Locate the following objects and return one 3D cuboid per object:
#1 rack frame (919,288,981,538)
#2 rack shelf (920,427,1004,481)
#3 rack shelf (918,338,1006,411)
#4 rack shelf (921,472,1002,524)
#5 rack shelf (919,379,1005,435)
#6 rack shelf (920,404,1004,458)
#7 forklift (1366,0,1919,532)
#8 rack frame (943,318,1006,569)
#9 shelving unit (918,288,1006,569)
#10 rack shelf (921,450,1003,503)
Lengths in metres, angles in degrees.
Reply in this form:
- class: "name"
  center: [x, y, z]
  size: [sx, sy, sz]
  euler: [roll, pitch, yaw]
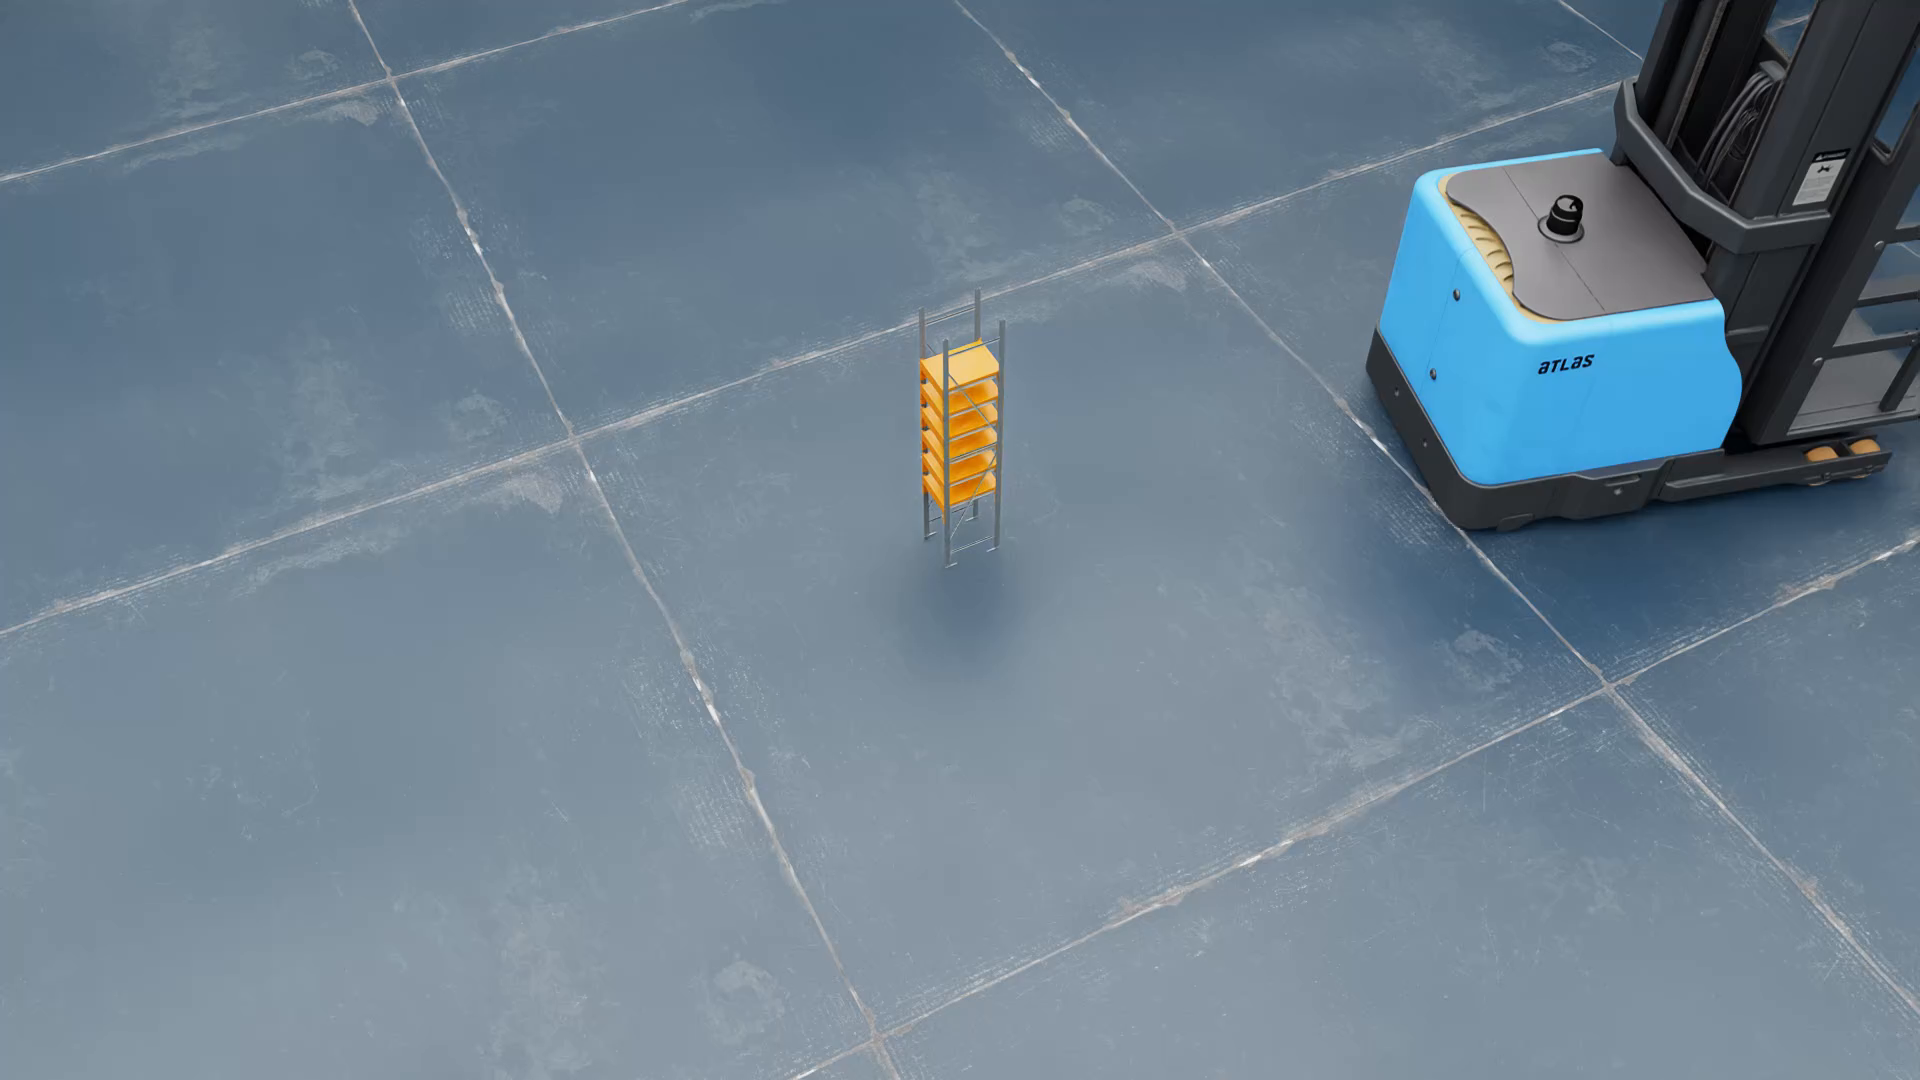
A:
- class: "rack frame"
  center: [-0.035, -0.447, 6.236]
  size: [0.240, 1.200, 0.006]
  euler: [-21, 52, -18]
- class: "rack shelf"
  center: [0.007, -0.356, 6.216]
  size: [0.258, 0.103, 0.180]
  euler: [-21, 52, -18]
- class: "rack shelf"
  center: [0.007, -0.593, 5.945]
  size: [0.258, 0.103, 0.180]
  euler: [-21, 52, -18]
- class: "rack shelf"
  center: [0.007, -0.198, 6.397]
  size: [0.258, 0.103, 0.180]
  euler: [-21, 52, -18]
- class: "rack shelf"
  center: [0.007, -0.514, 6.035]
  size: [0.258, 0.103, 0.180]
  euler: [-21, 52, -18]
- class: "rack shelf"
  center: [0.007, -0.435, 6.126]
  size: [0.258, 0.103, 0.180]
  euler: [-21, 52, -18]
- class: "forklift"
  center: [3.326, -1.570, 6.069]
  size: [3.031, 2.935, 1.130]
  euler: [-9, 49, -8]
- class: "rack frame"
  center: [0.049, -0.324, 6.129]
  size: [0.240, 1.200, 0.006]
  euler: [-21, 52, -18]
- class: "shelving unit"
  center: [0.007, -0.385, 6.183]
  size: [0.258, 1.200, 0.189]
  euler: [-21, 52, -18]
- class: "rack shelf"
  center: [0.007, -0.277, 6.306]
  size: [0.258, 0.103, 0.180]
  euler: [-21, 52, -18]
